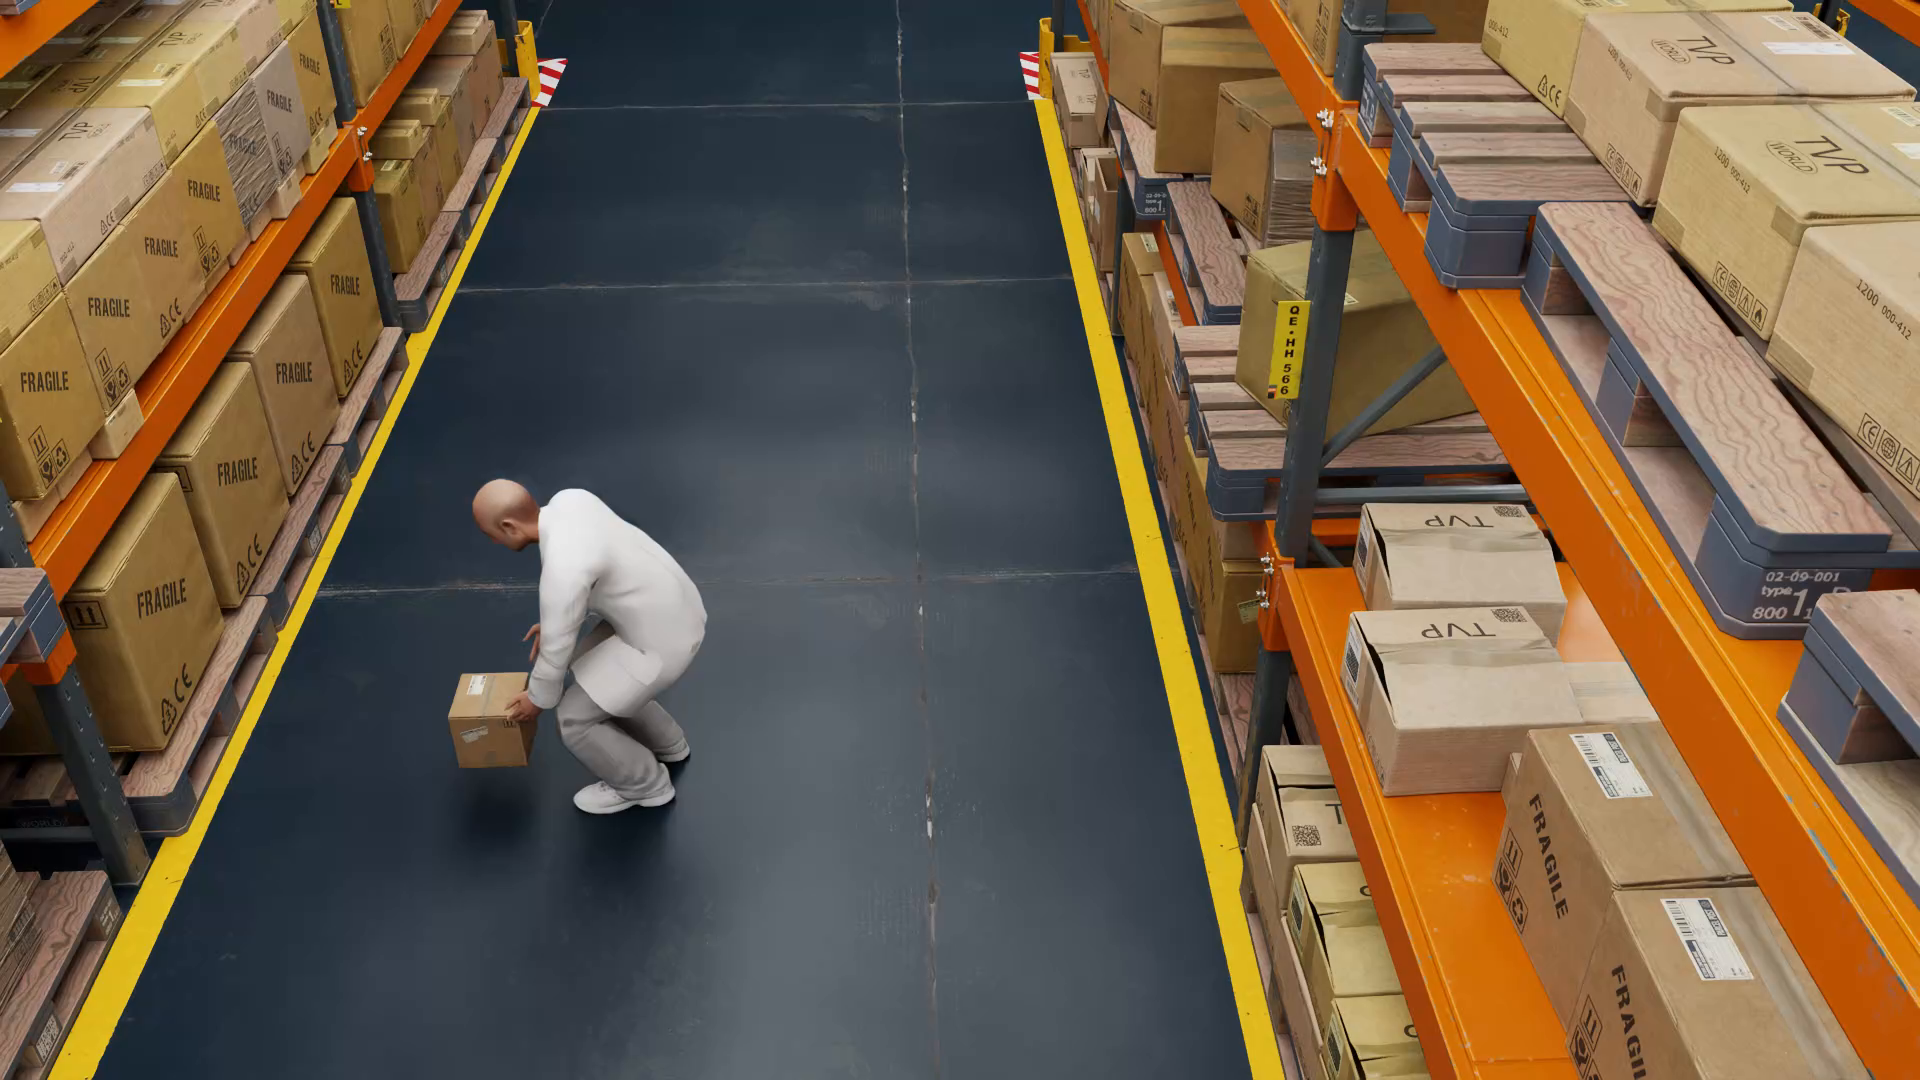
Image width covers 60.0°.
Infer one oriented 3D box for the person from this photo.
[{"bbox_3d":[-1.278,0.369,5.971,0.734,1.388,0.632,-1,35,-2],"label":"person"}]
